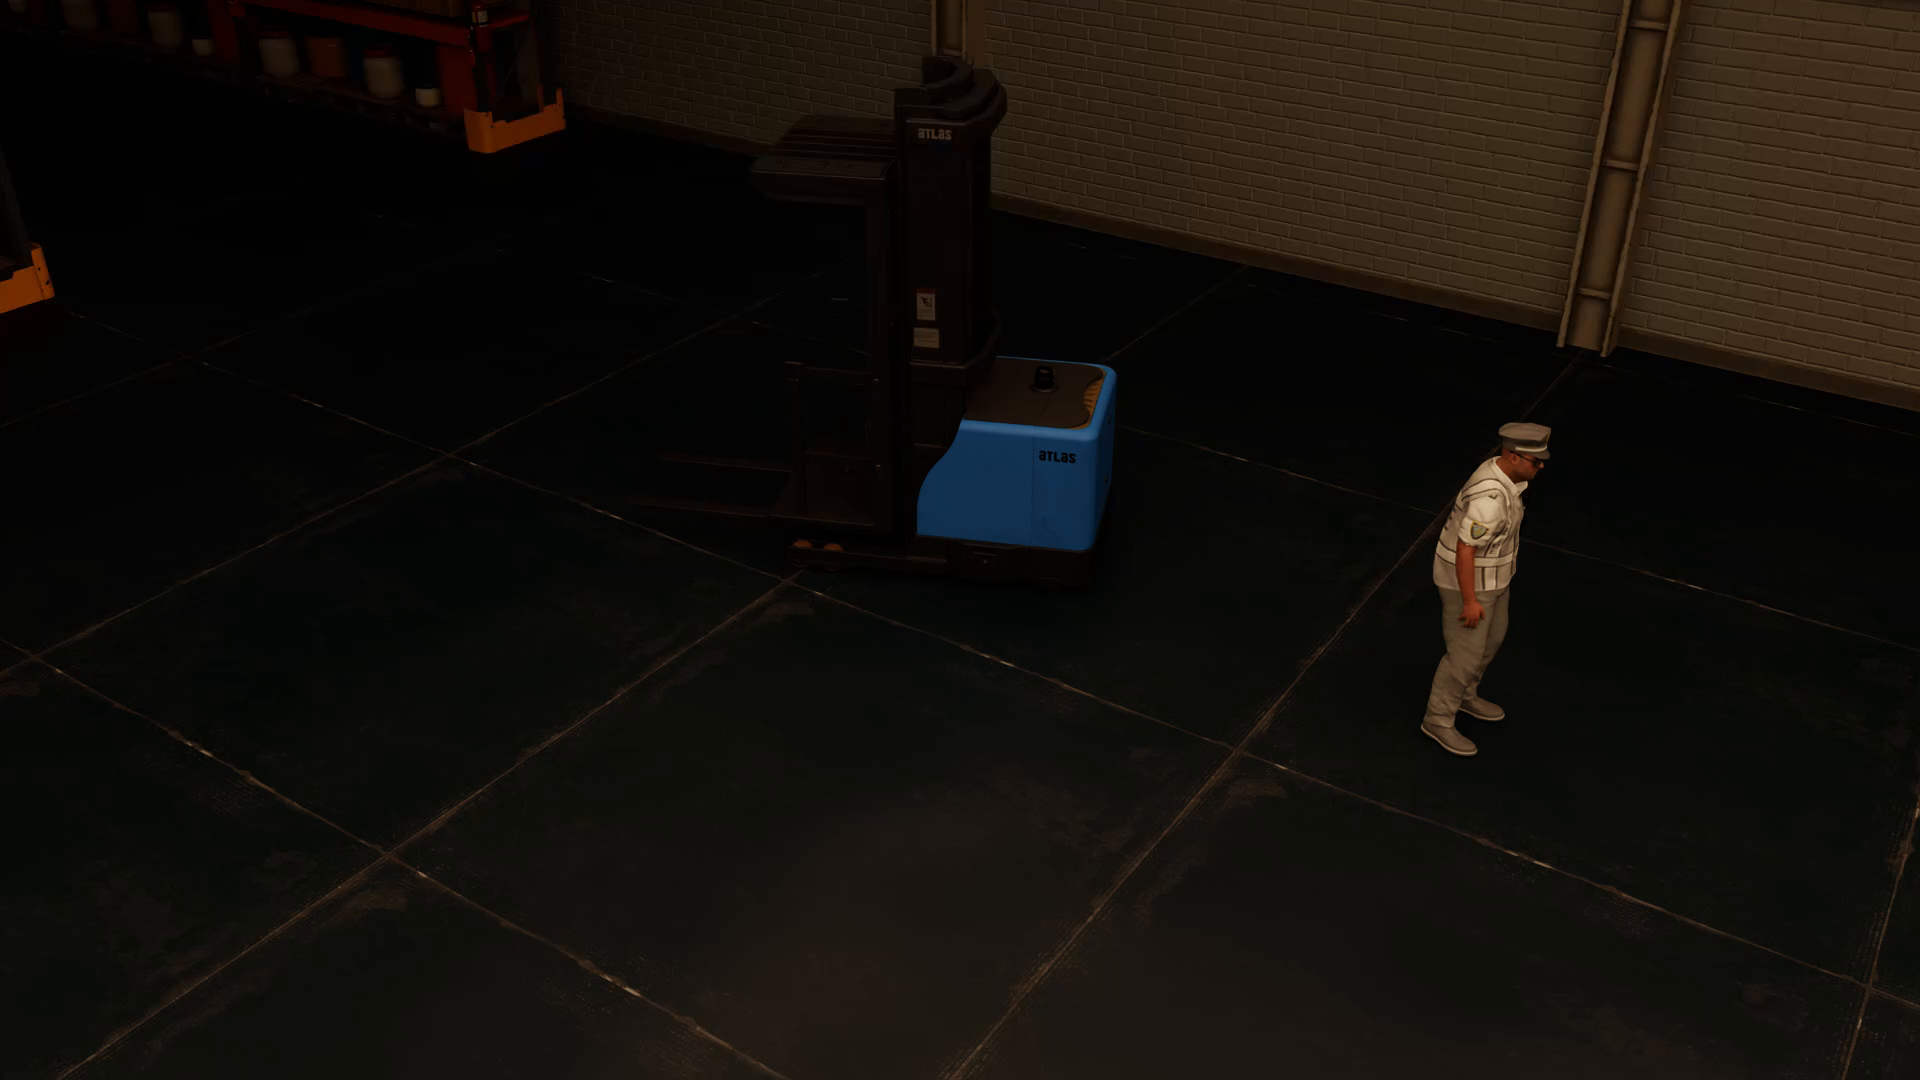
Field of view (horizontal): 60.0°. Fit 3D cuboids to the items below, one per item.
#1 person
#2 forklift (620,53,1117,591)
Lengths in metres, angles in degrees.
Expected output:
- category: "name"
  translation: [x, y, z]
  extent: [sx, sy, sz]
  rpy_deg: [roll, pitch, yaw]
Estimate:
- category: "person"
  translation: [2.628, 0.201, 8.412]
  extent: [0.443, 1.747, 0.602]
  rpy_deg: [19, 35, 29]
- category: "forklift"
  translation: [-0.596, -1.330, 9.871]
  extent: [3.031, 2.935, 1.130]
  rpy_deg: [6, 31, 10]
